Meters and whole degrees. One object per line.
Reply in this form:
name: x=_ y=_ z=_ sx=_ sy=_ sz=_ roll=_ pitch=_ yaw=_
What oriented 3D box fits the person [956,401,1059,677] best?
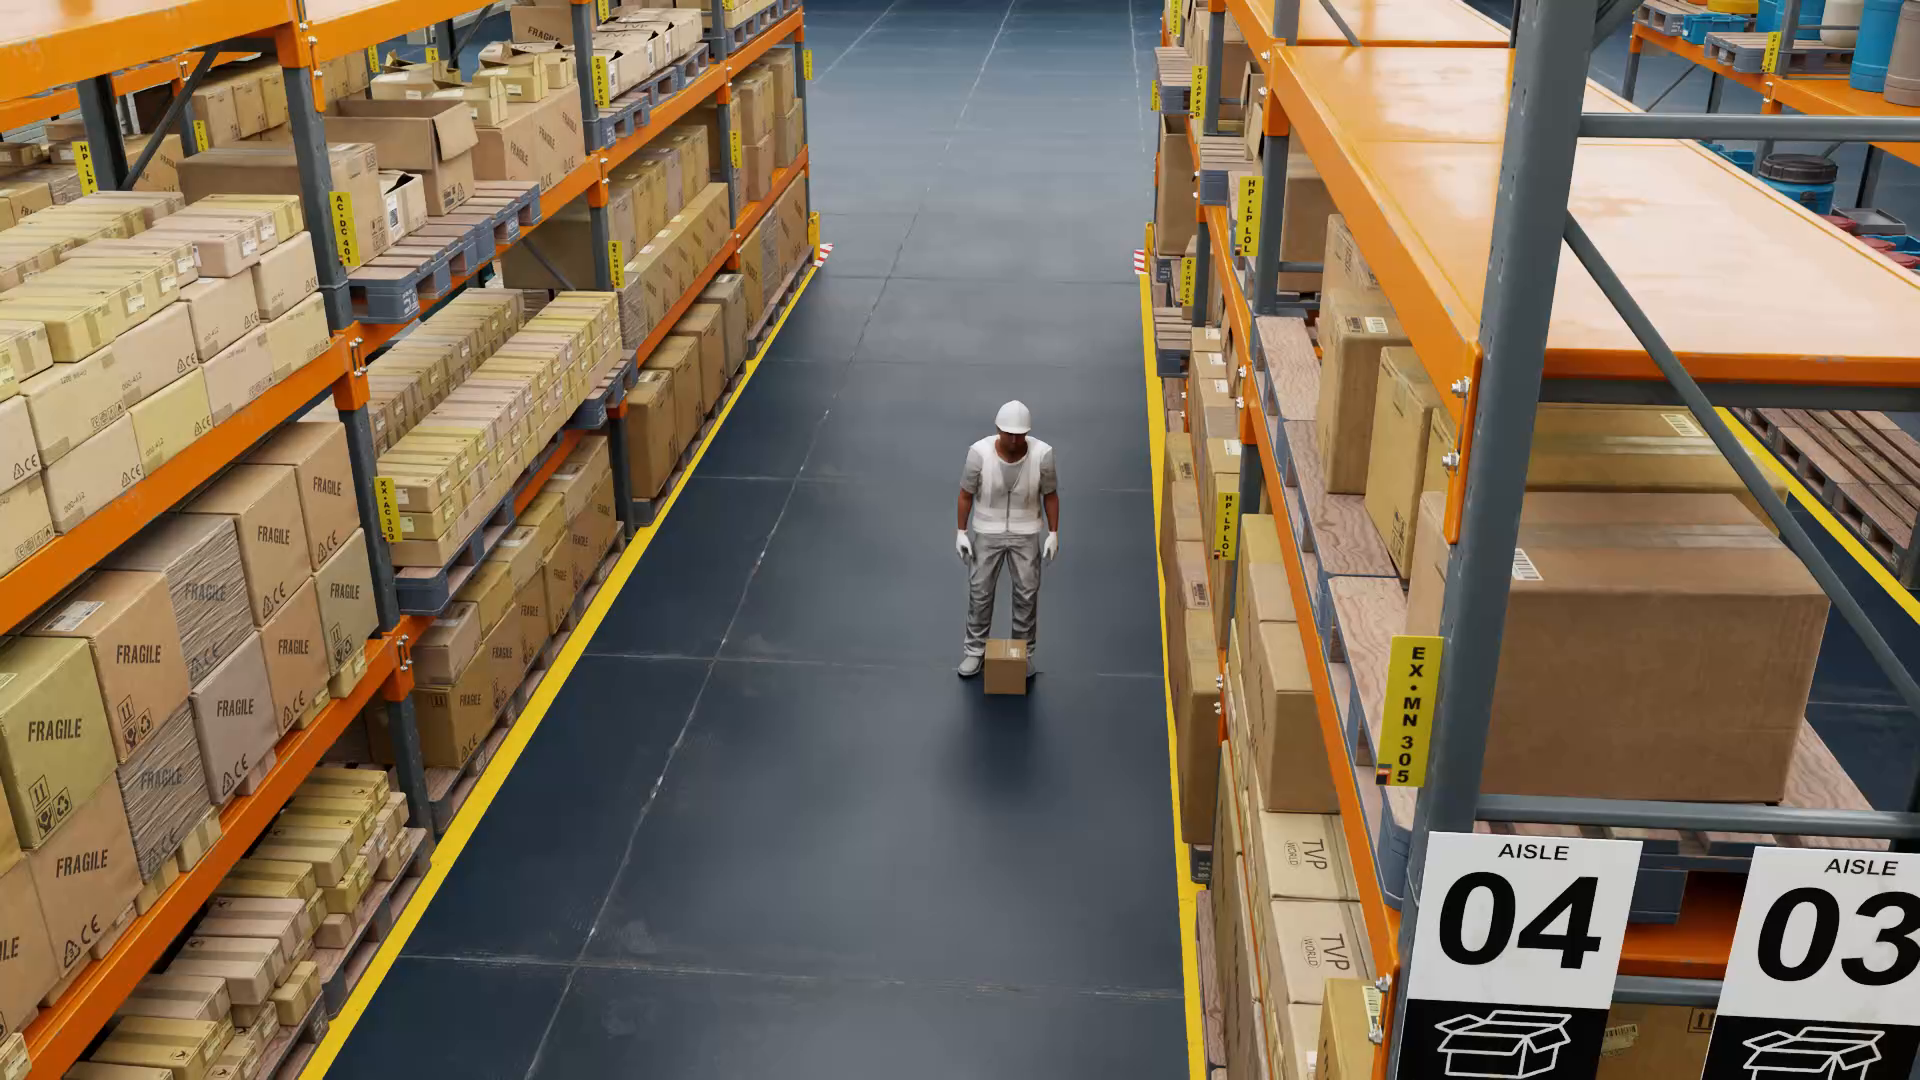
person: x=0.286 y=-0.015 z=10.035 sx=0.625 sy=1.773 sz=0.452 roll=0 pitch=24 yaw=1
